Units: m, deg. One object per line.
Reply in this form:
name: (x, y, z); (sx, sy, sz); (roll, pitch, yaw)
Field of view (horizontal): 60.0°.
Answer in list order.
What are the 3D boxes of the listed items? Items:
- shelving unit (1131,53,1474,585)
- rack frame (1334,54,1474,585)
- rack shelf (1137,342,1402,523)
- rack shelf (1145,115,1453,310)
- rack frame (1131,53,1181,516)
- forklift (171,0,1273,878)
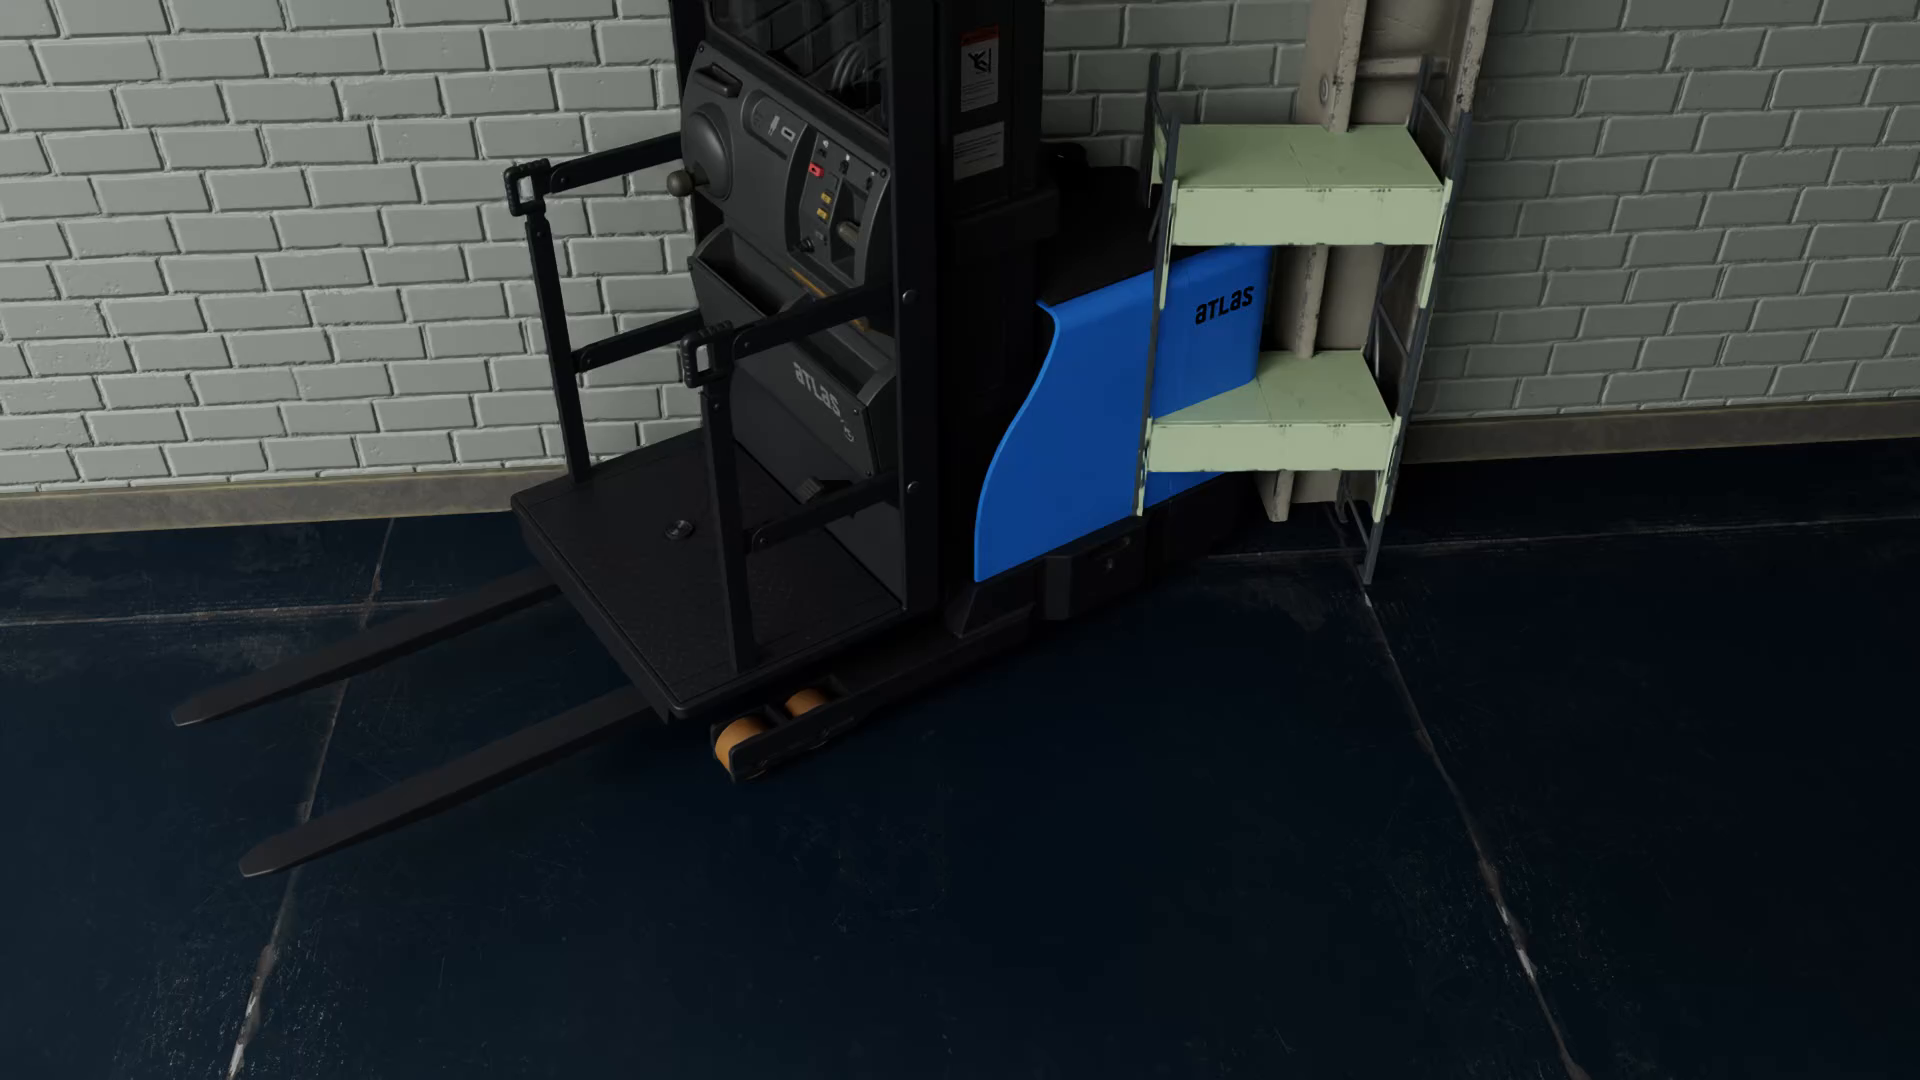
shelving unit: (0.874, -0.578, 4.721); (0.755, 1.500, 0.431); (-1, 37, -3)
rack frame: (1.240, -0.582, 4.739); (0.023, 1.500, 0.400); (-1, 37, -3)
rack shelf: (0.868, -0.318, 4.918); (0.720, 0.370, 0.431); (-1, 37, -3)
rack shelf: (0.883, -0.888, 4.484); (0.720, 0.370, 0.431); (-1, 37, -3)
rack frame: (0.509, -0.573, 4.703); (0.023, 1.500, 0.400); (-1, 37, -3)
forklift: (-0.616, -0.888, 4.009); (3.031, 2.935, 1.130); (-23, 44, -26)
